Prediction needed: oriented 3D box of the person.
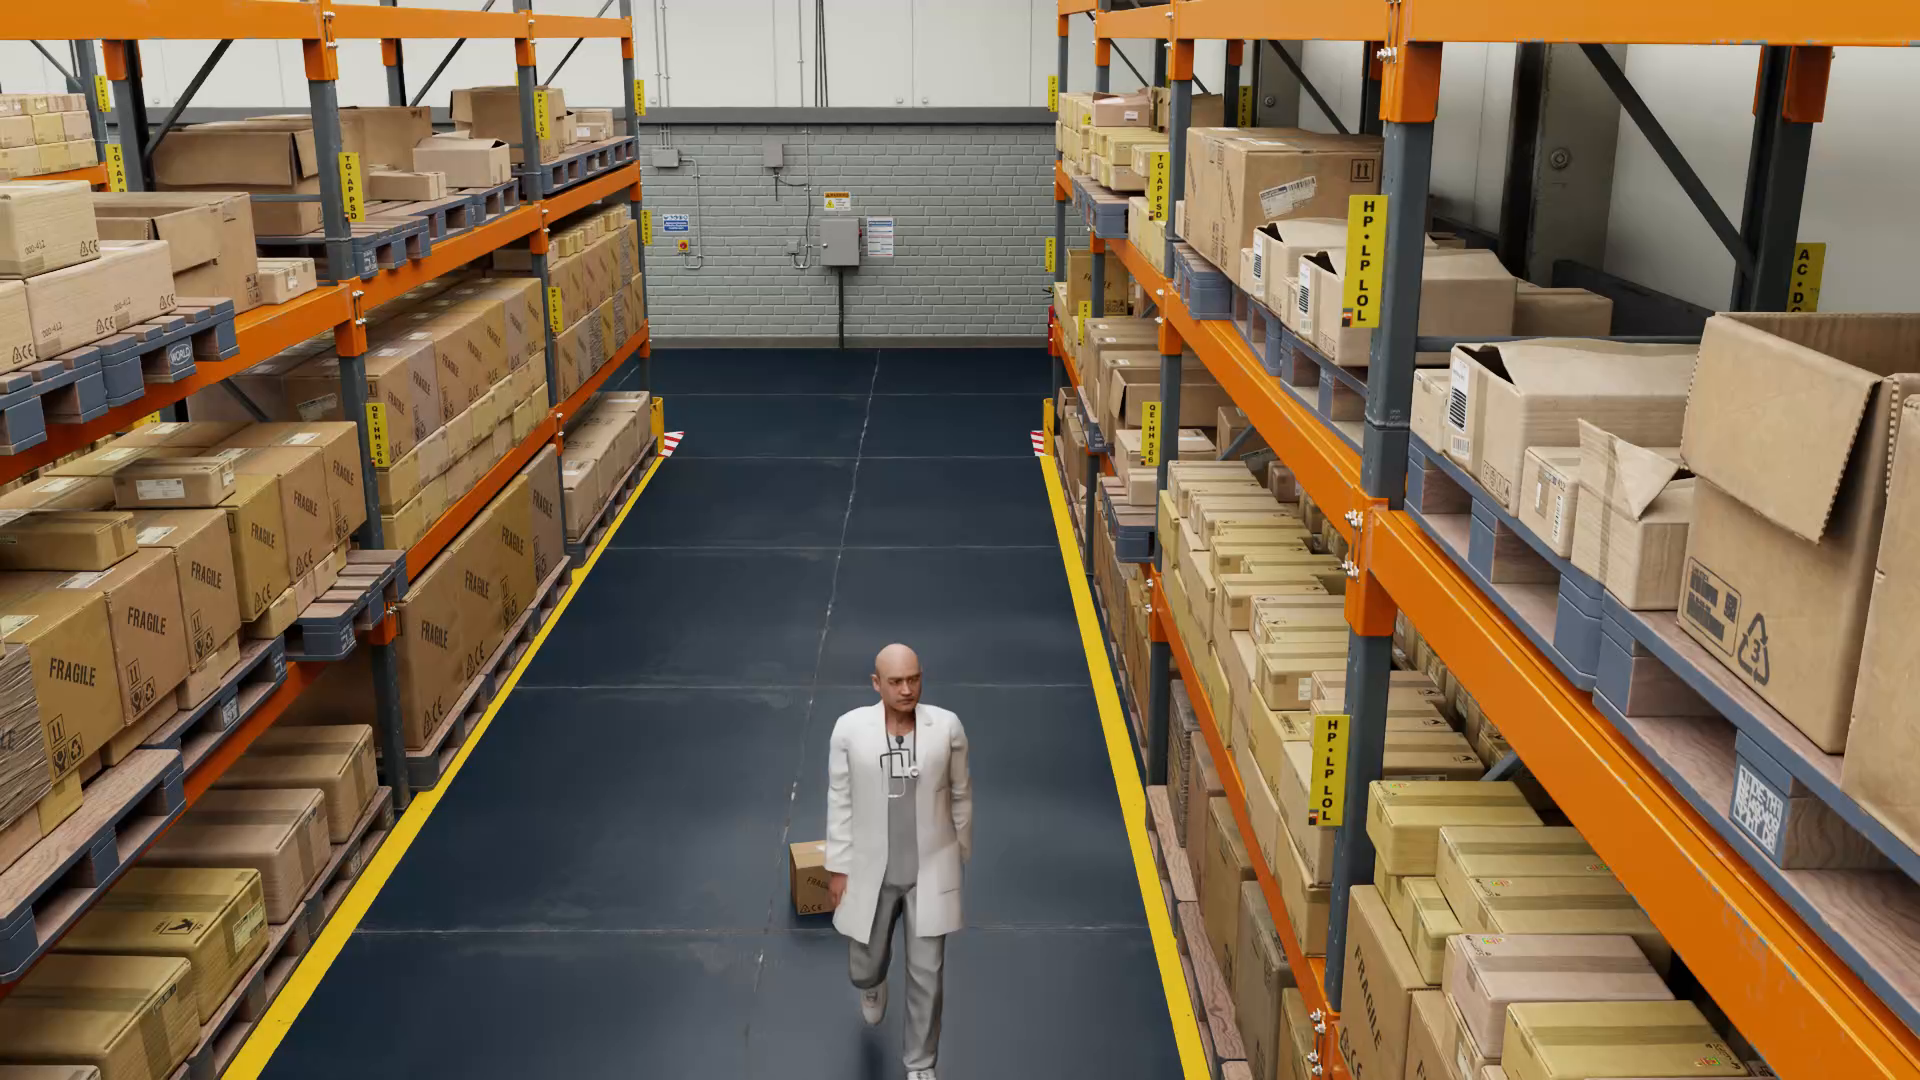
[{"bbox_3d":[-0.235,1.242,6.408,0.577,1.757,0.749,-1,17,-3],"label":"person"}]
